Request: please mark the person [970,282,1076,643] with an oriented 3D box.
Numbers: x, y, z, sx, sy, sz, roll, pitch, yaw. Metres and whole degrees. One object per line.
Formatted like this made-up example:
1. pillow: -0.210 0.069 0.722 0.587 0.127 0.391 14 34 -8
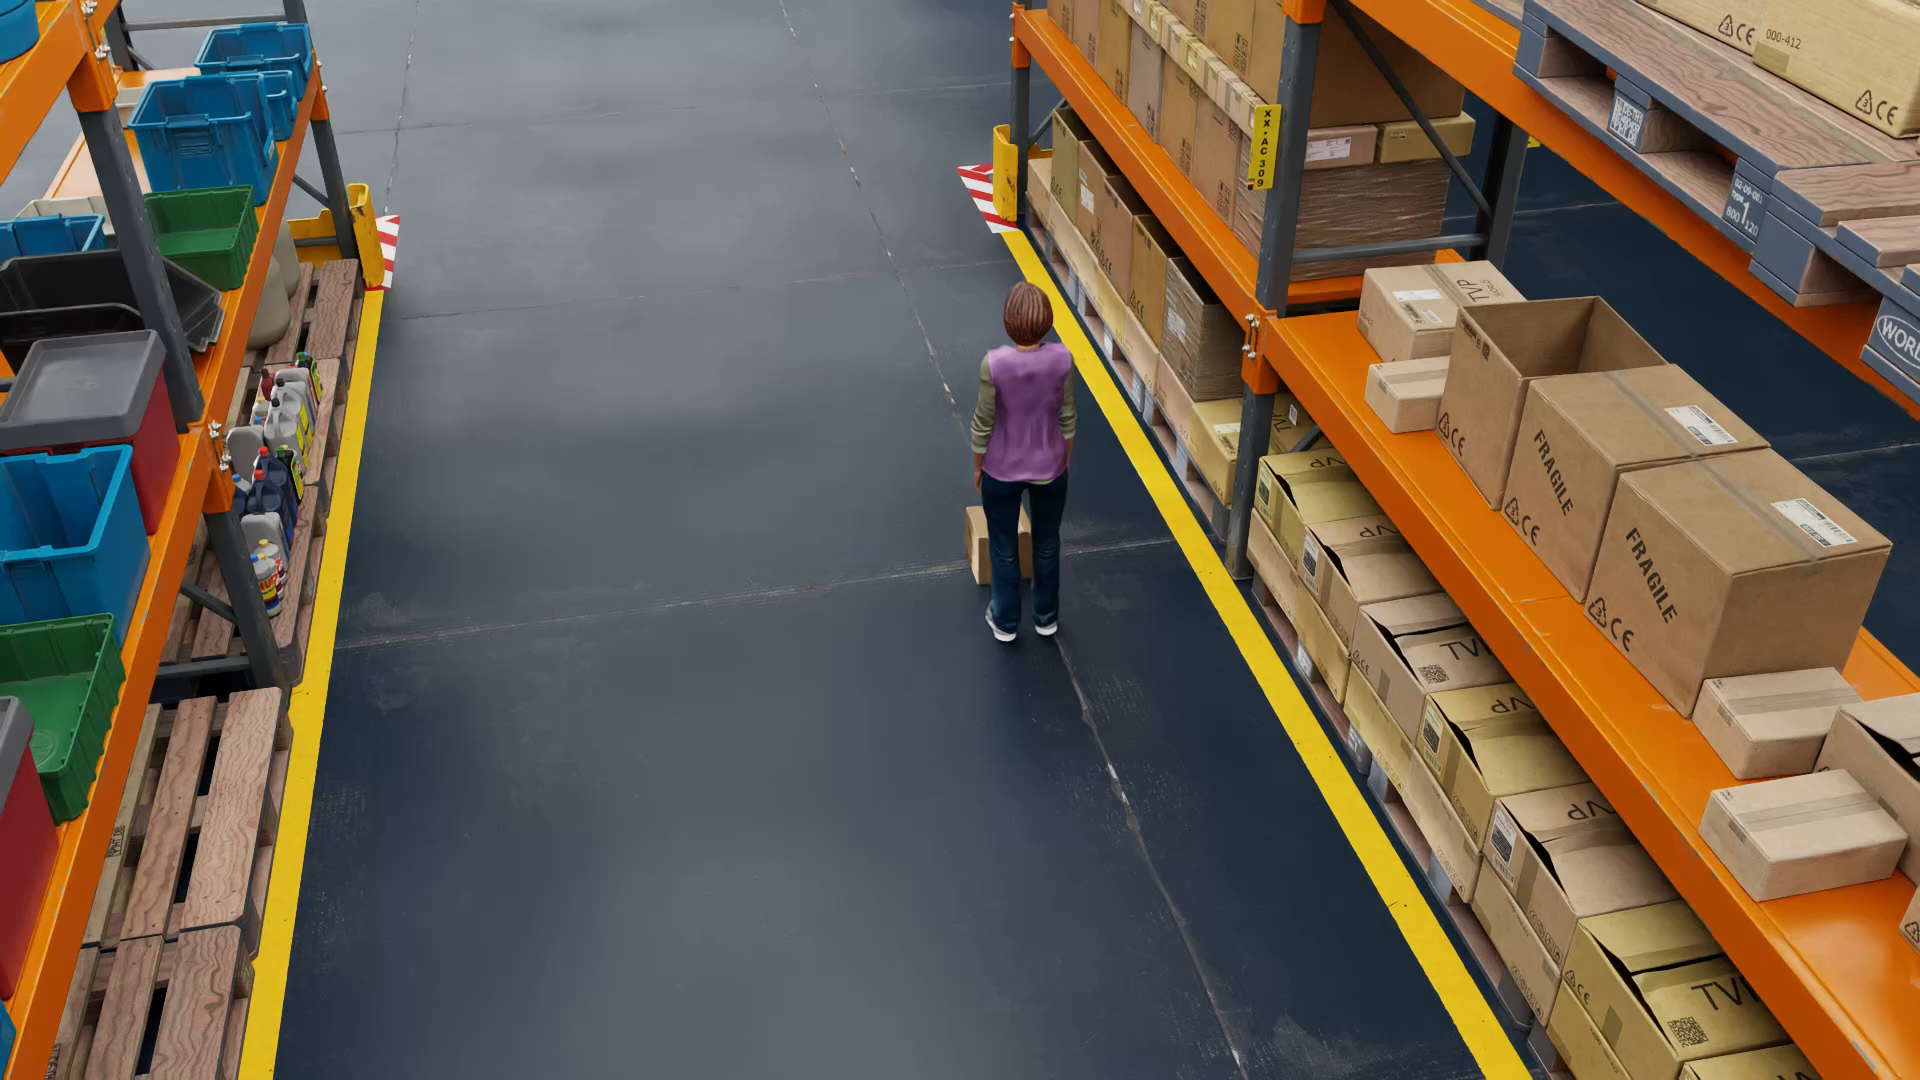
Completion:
1. person: 0.239 -0.283 6.551 0.412 1.603 0.324 -5 35 -7
